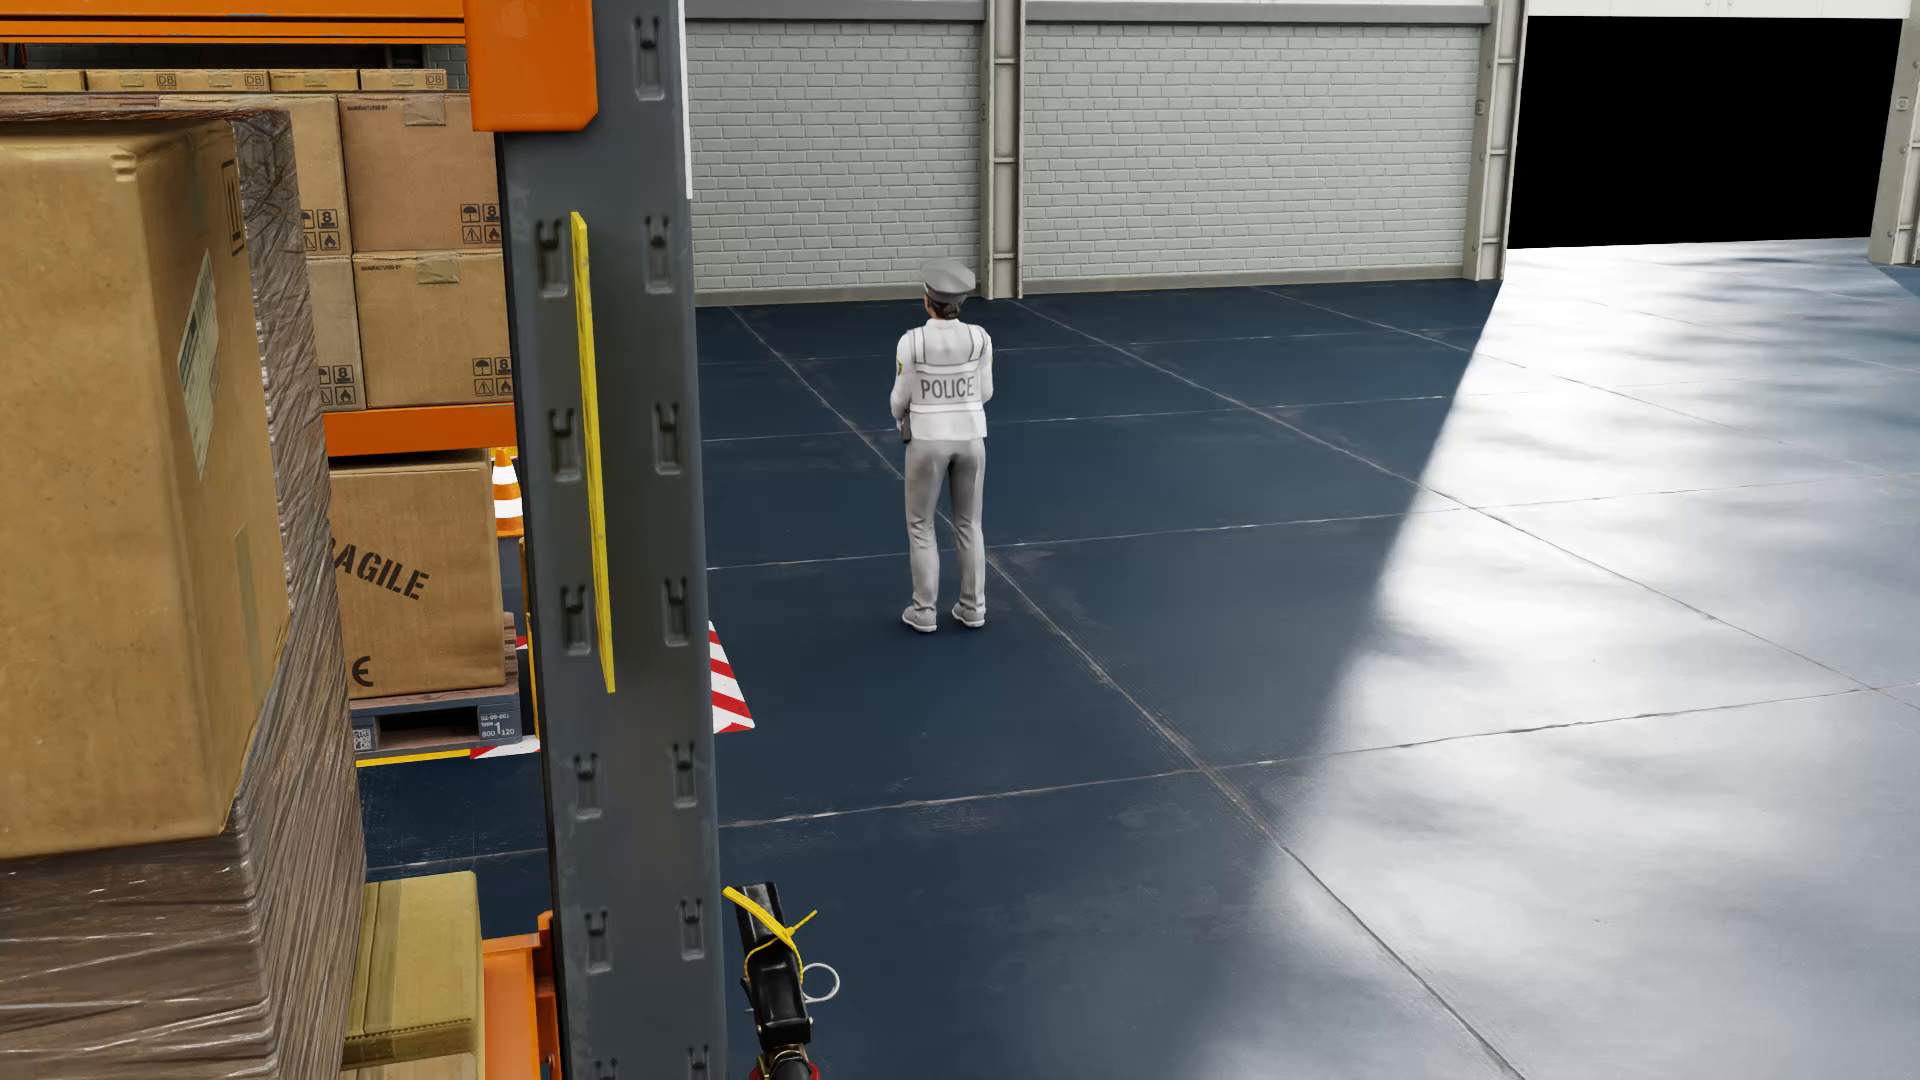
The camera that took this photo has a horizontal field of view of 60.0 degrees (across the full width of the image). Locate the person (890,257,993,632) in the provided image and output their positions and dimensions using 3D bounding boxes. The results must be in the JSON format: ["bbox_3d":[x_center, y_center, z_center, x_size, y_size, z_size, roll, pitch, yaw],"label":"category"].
[{"bbox_3d":[-0.085,-0.435,7.497,0.459,1.686,0.563,-4,17,-14],"label":"person"}]
